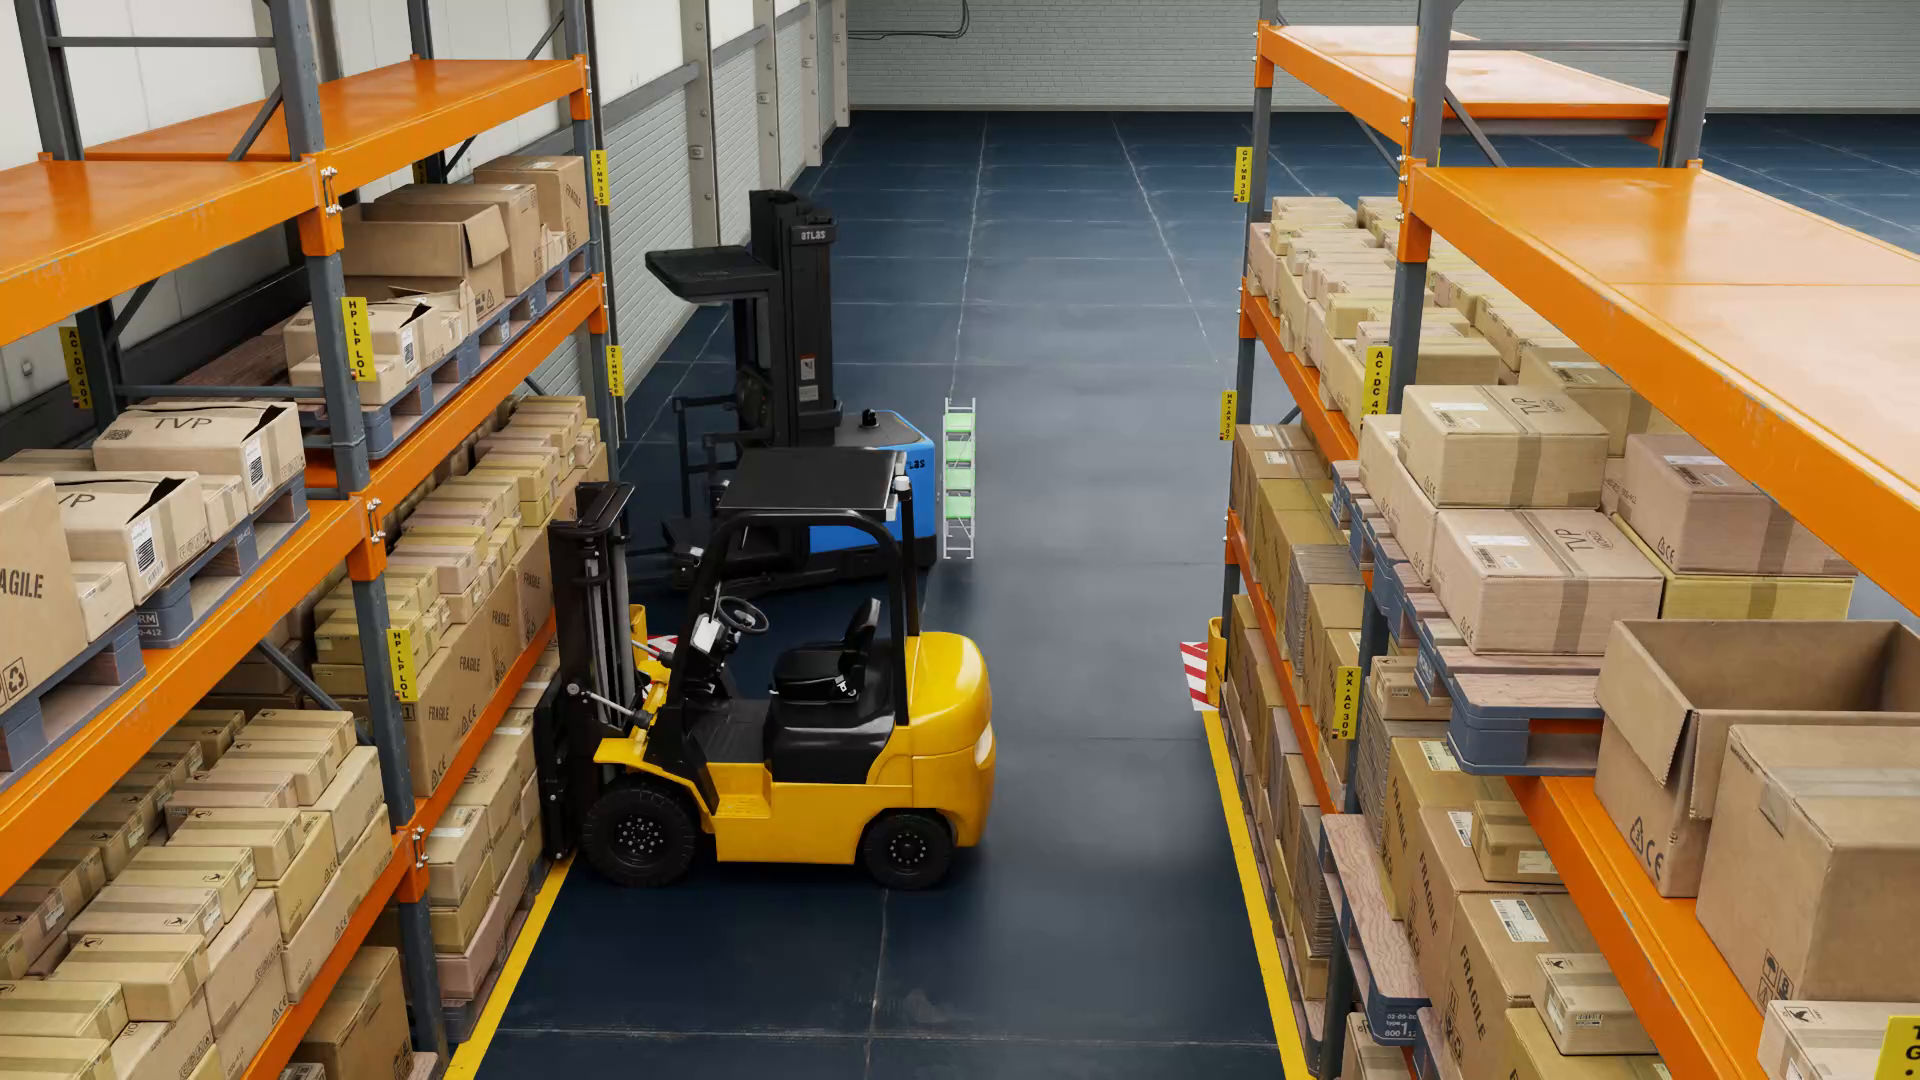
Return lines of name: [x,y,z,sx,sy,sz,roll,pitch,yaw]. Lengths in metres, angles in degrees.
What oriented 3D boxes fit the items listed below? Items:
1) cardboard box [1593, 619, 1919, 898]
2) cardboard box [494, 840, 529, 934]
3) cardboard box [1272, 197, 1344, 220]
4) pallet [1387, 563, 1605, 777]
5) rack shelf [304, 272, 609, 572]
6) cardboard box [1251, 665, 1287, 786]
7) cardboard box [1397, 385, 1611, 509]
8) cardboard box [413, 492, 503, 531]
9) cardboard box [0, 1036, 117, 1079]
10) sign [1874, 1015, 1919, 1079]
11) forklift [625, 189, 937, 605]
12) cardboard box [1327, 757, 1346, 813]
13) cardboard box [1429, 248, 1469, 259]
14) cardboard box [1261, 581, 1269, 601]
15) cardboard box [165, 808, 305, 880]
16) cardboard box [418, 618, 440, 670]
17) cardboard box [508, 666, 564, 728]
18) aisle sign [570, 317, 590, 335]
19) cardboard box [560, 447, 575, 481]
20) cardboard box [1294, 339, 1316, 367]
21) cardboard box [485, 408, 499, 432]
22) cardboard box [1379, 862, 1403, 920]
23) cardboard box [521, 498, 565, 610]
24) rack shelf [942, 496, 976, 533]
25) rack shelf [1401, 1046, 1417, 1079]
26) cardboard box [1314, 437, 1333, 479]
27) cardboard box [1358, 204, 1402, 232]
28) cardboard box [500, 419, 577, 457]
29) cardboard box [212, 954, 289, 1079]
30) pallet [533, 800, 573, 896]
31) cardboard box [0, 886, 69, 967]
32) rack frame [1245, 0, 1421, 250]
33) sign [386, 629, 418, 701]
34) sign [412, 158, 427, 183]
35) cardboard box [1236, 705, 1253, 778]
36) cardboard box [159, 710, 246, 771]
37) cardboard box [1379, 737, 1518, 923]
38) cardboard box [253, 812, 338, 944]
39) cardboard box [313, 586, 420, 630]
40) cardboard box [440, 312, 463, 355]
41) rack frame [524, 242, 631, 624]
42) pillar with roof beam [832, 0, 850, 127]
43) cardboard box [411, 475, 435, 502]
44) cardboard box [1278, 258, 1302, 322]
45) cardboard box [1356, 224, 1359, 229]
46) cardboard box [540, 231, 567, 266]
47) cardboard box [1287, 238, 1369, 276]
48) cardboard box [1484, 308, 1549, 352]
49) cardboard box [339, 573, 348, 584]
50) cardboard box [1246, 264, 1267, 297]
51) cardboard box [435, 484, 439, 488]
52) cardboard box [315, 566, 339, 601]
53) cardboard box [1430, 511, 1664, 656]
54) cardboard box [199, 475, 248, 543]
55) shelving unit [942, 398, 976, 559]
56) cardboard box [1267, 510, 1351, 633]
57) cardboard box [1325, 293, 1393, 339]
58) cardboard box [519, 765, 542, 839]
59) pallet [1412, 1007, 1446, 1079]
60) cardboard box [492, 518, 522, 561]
cardboard box: [2.015,0.519,4.048,0.797,0.503,0.637,1,21,2]
cardboard box: [-2.497,1.749,8.389,0.500,0.250,0.500,0,21,0]
cardboard box: [2.026,-1.902,9.675,0.380,0.149,0.250,0,21,1]
pallet: [1.965,0.357,4.867,1.213,0.211,1.003,1,21,2]
rack shelf: [-2.782,-0.768,8.503,1.077,0.370,4.000,1,21,2]
cardboard box: [1.904,1.029,9.207,0.500,0.500,0.500,1,21,3]
cardboard box: [1.695,-0.299,5.235,0.500,0.250,0.500,0,21,0]
cardboard box: [-2.587,-0.139,8.587,0.380,0.149,0.250,1,21,2]
cardboard box: [-2.632,1.536,4.681,0.380,0.149,0.250,1,21,3]
sign: [1.455,0.871,2.569,0.100,0.325,0.005,1,21,2]
forklift: [-1.751,-1.087,12.571,3.031,2.935,1.130,-8,23,-20]
cardboard box: [1.824,1.069,7.268,0.380,0.149,0.250,0,21,1]
cardboard box: [2.512,-1.348,8.247,0.380,0.149,0.250,1,21,3]
cardboard box: [1.912,0.234,9.419,0.380,0.149,0.250,1,21,3]
cardboard box: [-2.557,1.073,5.876,0.380,0.149,0.250,0,21,0]
cardboard box: [-2.564,0.463,7.448,0.380,0.149,0.250,1,21,3]
cardboard box: [-2.461,0.912,9.164,0.500,0.250,0.500,0,21,1]
aisle sign: [-2.426,-1.661,10.362,0.394,0.787,0.004,1,21,2]
cardboard box: [-2.499,-0.463,9.834,0.380,0.149,0.250,1,21,3]
cardboard box: [1.903,-0.977,8.394,0.380,0.149,0.250,0,21,0]
cardboard box: [-3.016,-0.701,10.037,0.380,0.149,0.250,1,21,3]
cardboard box: [1.770,1.279,6.146,0.380,0.149,0.250,1,21,3]
cardboard box: [-2.514,0.079,9.335,0.500,0.500,0.500,0,21,1]
rack shelf: [-0.005,-0.216,13.561,0.258,0.148,0.480,1,21,2]
rack shelf: [2.058,2.130,5.181,1.077,0.370,4.000,1,21,2]
cardboard box: [2.420,-0.656,9.436,0.700,0.500,0.500,1,21,2]
cardboard box: [2.479,-1.810,9.438,0.380,0.149,0.250,1,21,3]
cardboard box: [-2.479,-0.600,9.775,0.380,0.149,0.250,1,21,3]
cardboard box: [-2.652,1.634,5.672,0.500,0.250,0.500,1,21,2]
pallet: [-2.742,1.589,9.436,1.003,0.211,1.213,1,21,2]
cardboard box: [-3.160,1.254,5.409,0.380,0.149,0.250,0,21,1]
rack frame: [2.240,-3.172,9.557,1.000,3.000,0.127,1,21,2]
sign: [-2.300,0.518,6.851,0.100,0.325,0.005,1,21,2]
sign: [-3.276,-2.279,10.086,0.100,0.325,0.005,1,21,2]
cardboard box: [1.916,1.184,9.844,0.500,0.250,0.500,1,21,4]
cardboard box: [-3.068,0.794,6.595,0.380,0.149,0.250,0,21,0]
cardboard box: [1.803,1.038,5.871,0.500,0.500,0.500,1,21,2]
cardboard box: [-2.611,1.221,6.044,0.500,0.250,0.500,0,21,0]
cardboard box: [-2.637,0.322,7.398,0.380,0.149,0.250,1,21,2]
cardboard box: [-2.502,-0.943,7.587,0.380,0.149,0.250,1,21,3]
rack frame: [-2.721,-0.428,10.780,1.000,3.000,0.127,1,21,2]
pillar with roof beam: [1.572,-13.783,36.904,9.100,9.000,0.400,1,21,2]
cardboard box: [-3.021,-0.238,8.843,0.380,0.149,0.250,1,21,2]
cardboard box: [1.943,-1.294,8.661,0.500,0.250,0.500,1,21,3]
cardboard box: [2.494,-1.654,9.588,0.500,0.250,0.500,0,21,1]
cardboard box: [-2.443,-1.649,9.408,0.380,0.149,0.250,0,21,0]
cardboard box: [1.881,-1.447,8.502,0.380,0.149,0.250,1,21,3]
cardboard box: [2.450,-0.882,7.047,0.380,0.149,0.250,0,21,0]
cardboard box: [-3.131,0.269,7.947,0.380,0.149,0.250,1,21,2]
cardboard box: [1.906,-1.540,9.845,0.380,0.149,0.250,1,21,2]
cardboard box: [-3.096,-0.291,9.390,0.380,0.149,0.250,1,21,2]
cardboard box: [-3.091,0.225,7.649,0.380,0.149,0.250,0,21,1]
cardboard box: [1.693,0.119,4.848,0.500,0.250,0.500,0,21,1]
cardboard box: [-2.573,-0.105,5.428,0.380,0.149,0.250,1,21,1]
shelving unit: [-0.005,-0.500,13.451,0.258,1.200,0.503,1,21,2]
cardboard box: [1.915,0.163,8.705,0.500,0.500,0.500,0,21,1]
cardboard box: [1.815,-0.982,7.305,0.380,0.149,0.250,1,21,3]
cardboard box: [-2.479,1.336,8.763,0.500,0.250,0.500,0,21,1]
pallet: [2.016,1.891,5.068,1.003,0.211,1.213,1,21,2]
cardboard box: [-2.503,-0.002,8.647,0.380,0.149,0.250,0,21,1]
